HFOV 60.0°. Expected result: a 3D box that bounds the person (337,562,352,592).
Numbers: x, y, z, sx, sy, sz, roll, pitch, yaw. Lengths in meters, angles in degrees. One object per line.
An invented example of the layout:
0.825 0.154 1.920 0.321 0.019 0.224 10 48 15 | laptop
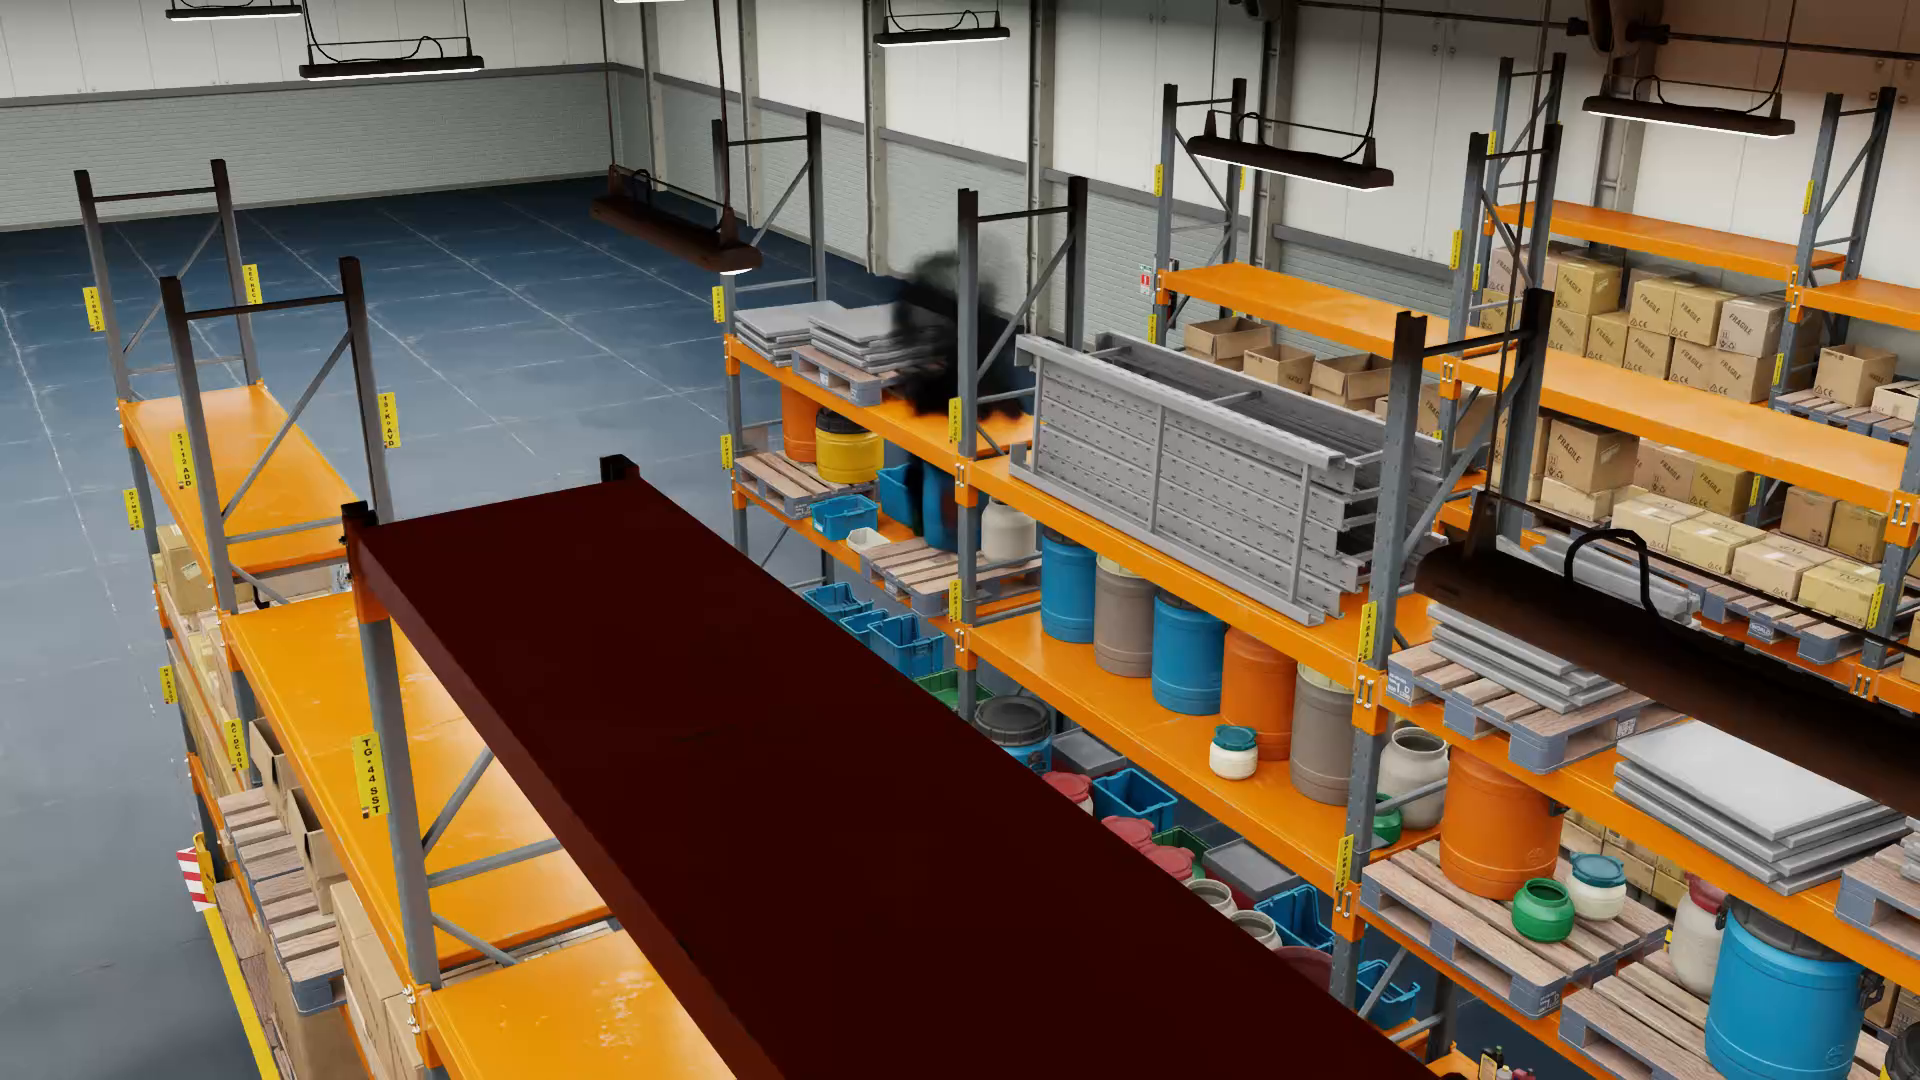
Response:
-6.304 0.606 17.655 0.585 1.643 0.667 1 22 2 | person
